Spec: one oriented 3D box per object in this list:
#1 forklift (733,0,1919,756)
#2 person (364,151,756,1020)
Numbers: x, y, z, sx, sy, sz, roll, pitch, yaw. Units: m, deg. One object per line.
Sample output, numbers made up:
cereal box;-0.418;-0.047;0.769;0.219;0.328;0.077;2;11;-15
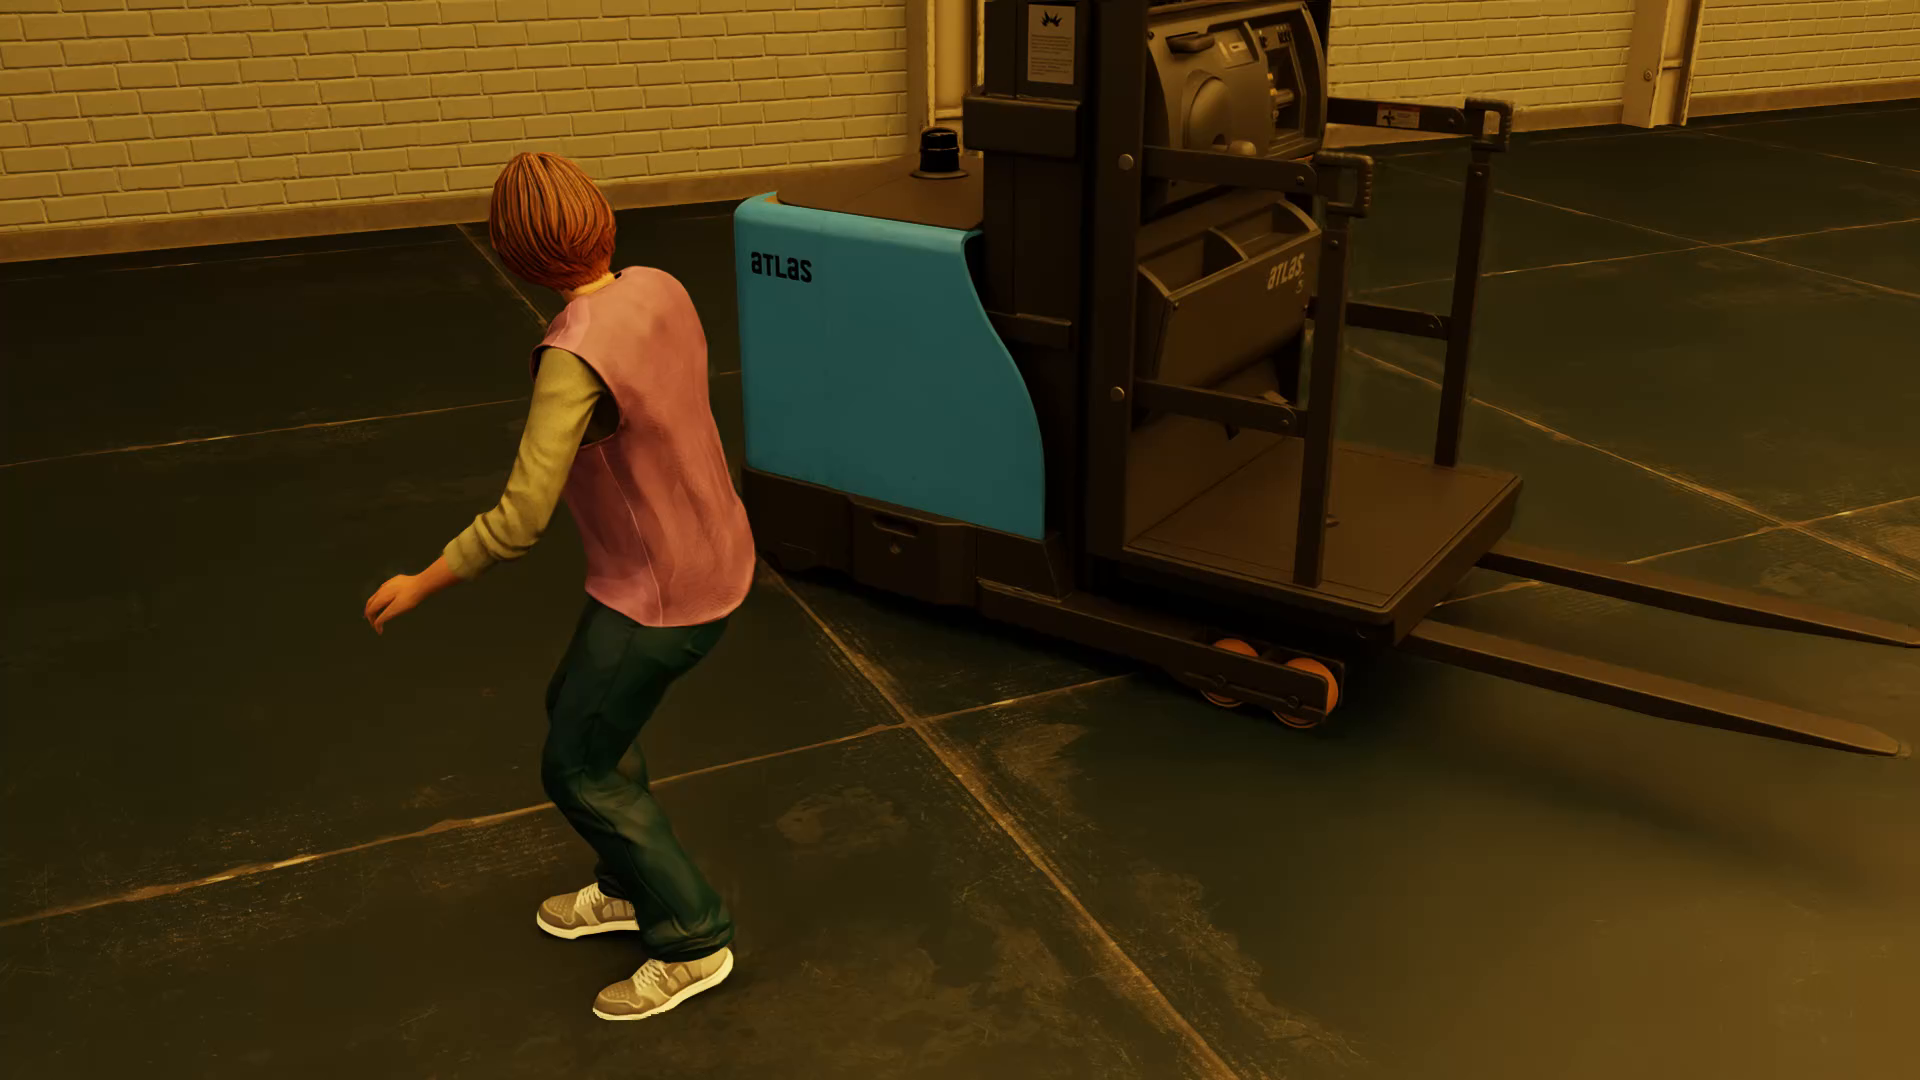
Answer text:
forklift;0.870;-1.131;4.008;3.031;2.935;1.130;14;27;31
person;-0.668;0.099;2.928;0.600;1.540;0.656;1;23;3
